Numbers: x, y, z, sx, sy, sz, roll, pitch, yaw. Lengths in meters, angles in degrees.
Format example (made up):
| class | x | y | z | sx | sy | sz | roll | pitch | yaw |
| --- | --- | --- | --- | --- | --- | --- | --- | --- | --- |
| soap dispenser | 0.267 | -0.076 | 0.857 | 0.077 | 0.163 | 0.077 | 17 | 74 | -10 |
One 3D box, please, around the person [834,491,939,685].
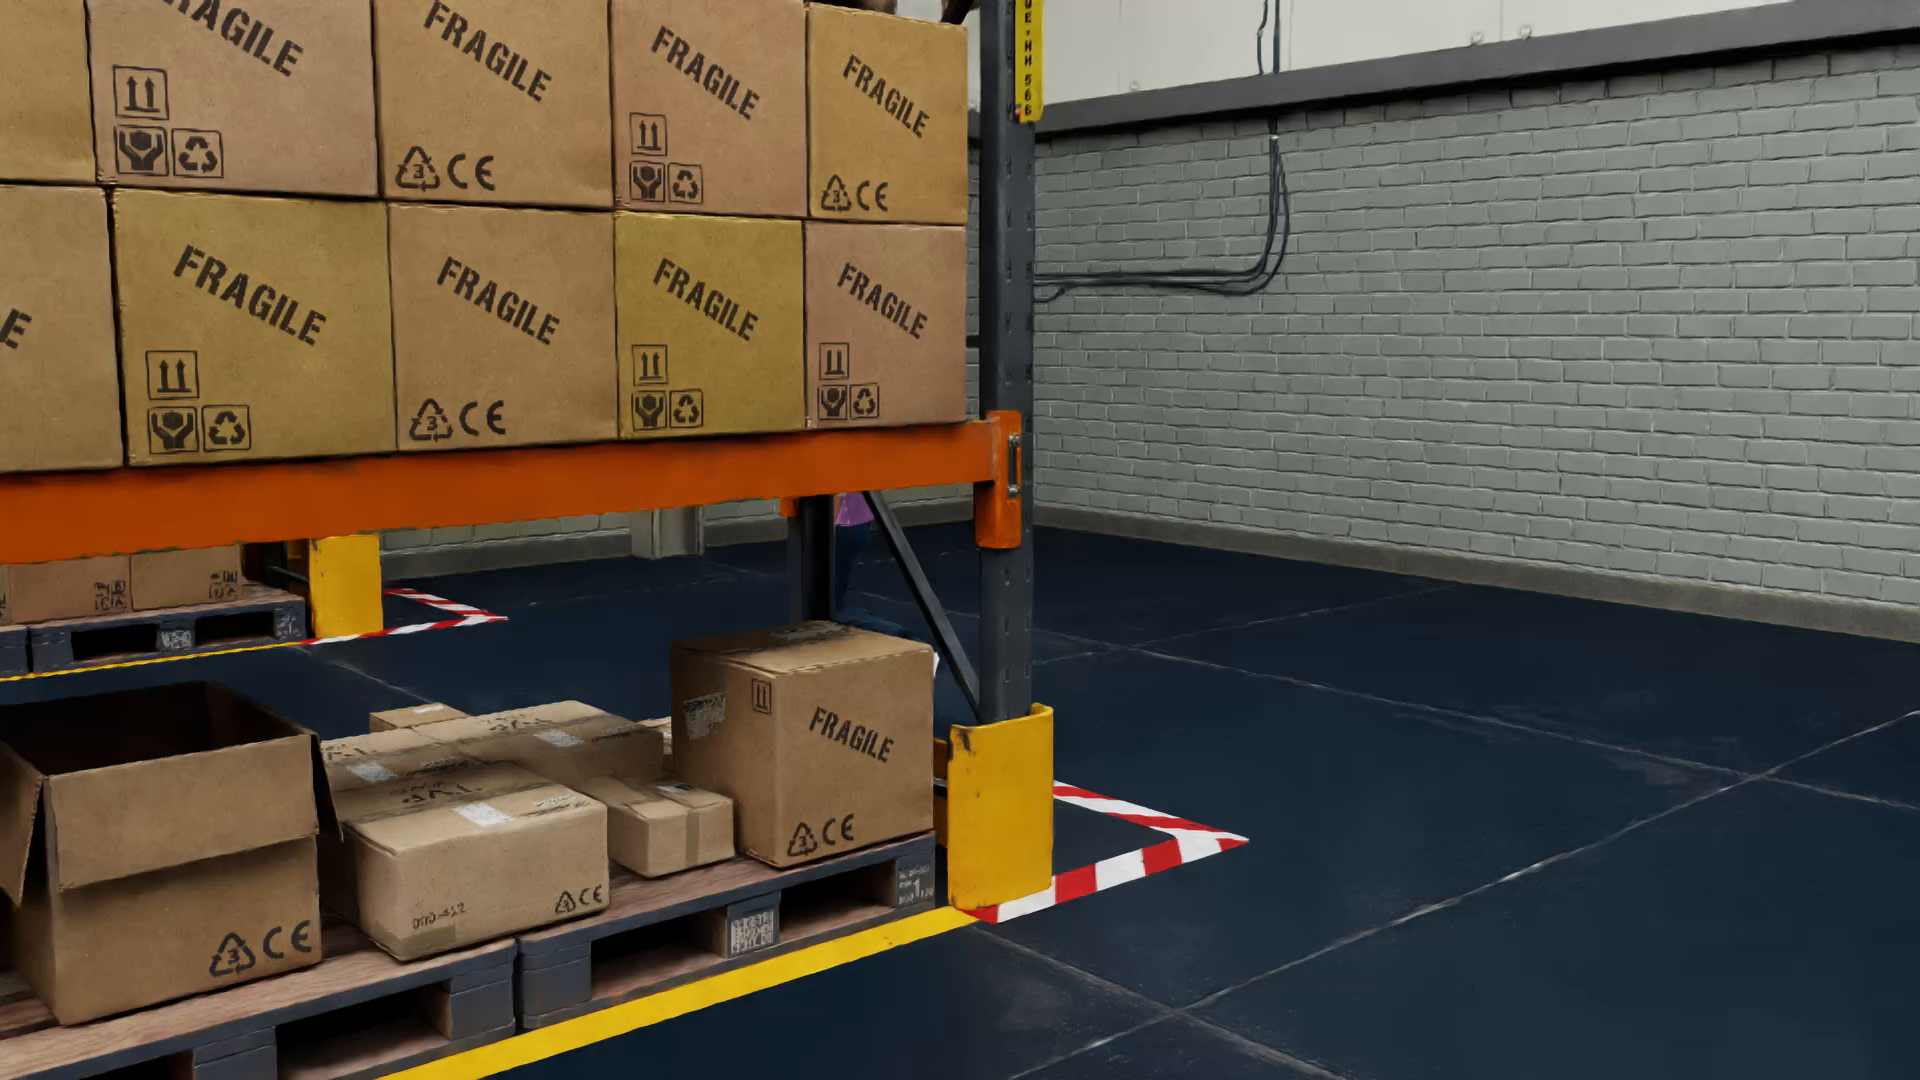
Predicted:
| class | x | y | z | sx | sy | sz | roll | pitch | yaw |
| --- | --- | --- | --- | --- | --- | --- | --- | --- | --- |
| person | -0.398 | -0.065 | 6.189 | 0.624 | 1.578 | 0.448 | -2 | 8 | -13 |
